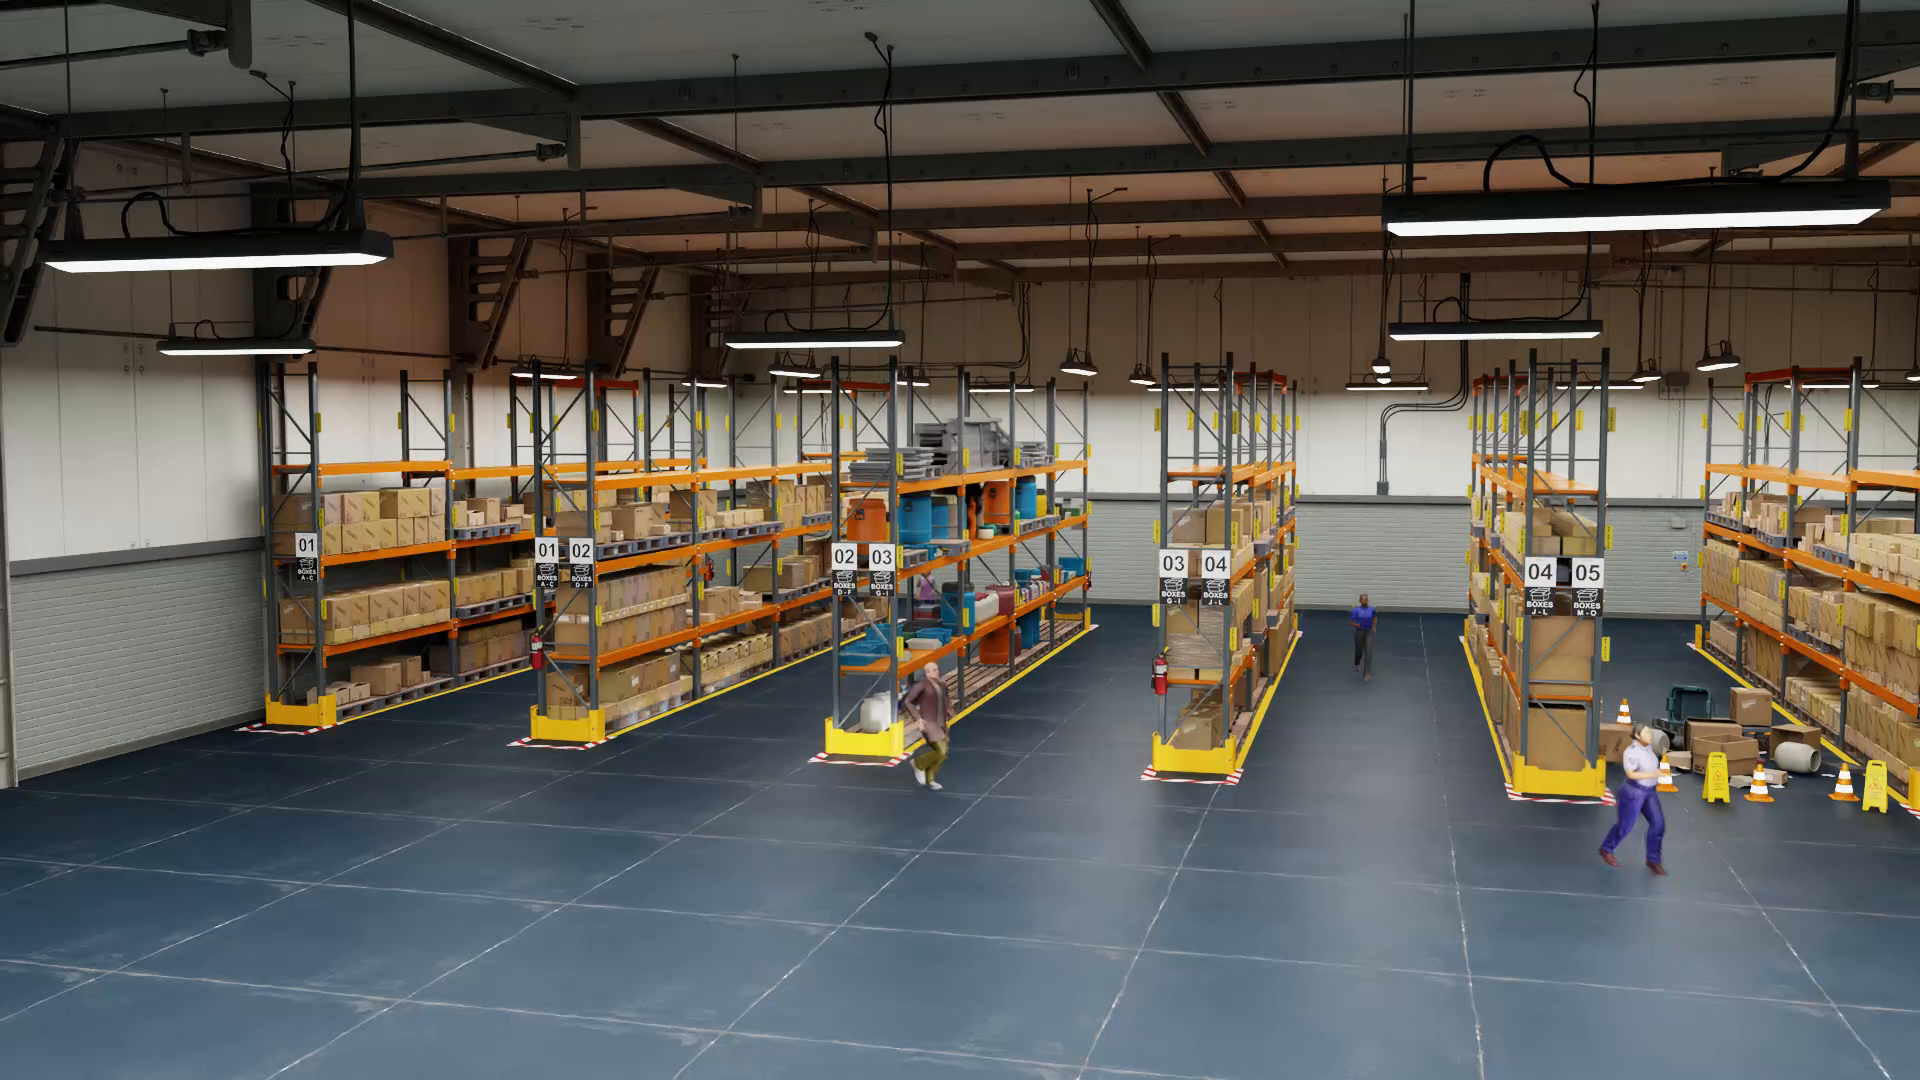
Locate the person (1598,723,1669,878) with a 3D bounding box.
[{"bbox_3d":[7.523,2.881,18.515,0.595,1.720,0.795,-3,5,-33],"label":"person"}]

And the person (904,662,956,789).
[{"bbox_3d":[-0.343,2.540,22.686,0.625,1.738,0.701,3,5,36],"label":"person"}]

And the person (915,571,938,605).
[{"bbox_3d":[-0.795,1.438,39.576,0.552,1.568,0.738,0,4,2],"label":"person"}]

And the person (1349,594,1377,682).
[{"bbox_3d":[7.893,1.882,32.528,0.582,1.658,0.920,0,4,4],"label":"person"}]
